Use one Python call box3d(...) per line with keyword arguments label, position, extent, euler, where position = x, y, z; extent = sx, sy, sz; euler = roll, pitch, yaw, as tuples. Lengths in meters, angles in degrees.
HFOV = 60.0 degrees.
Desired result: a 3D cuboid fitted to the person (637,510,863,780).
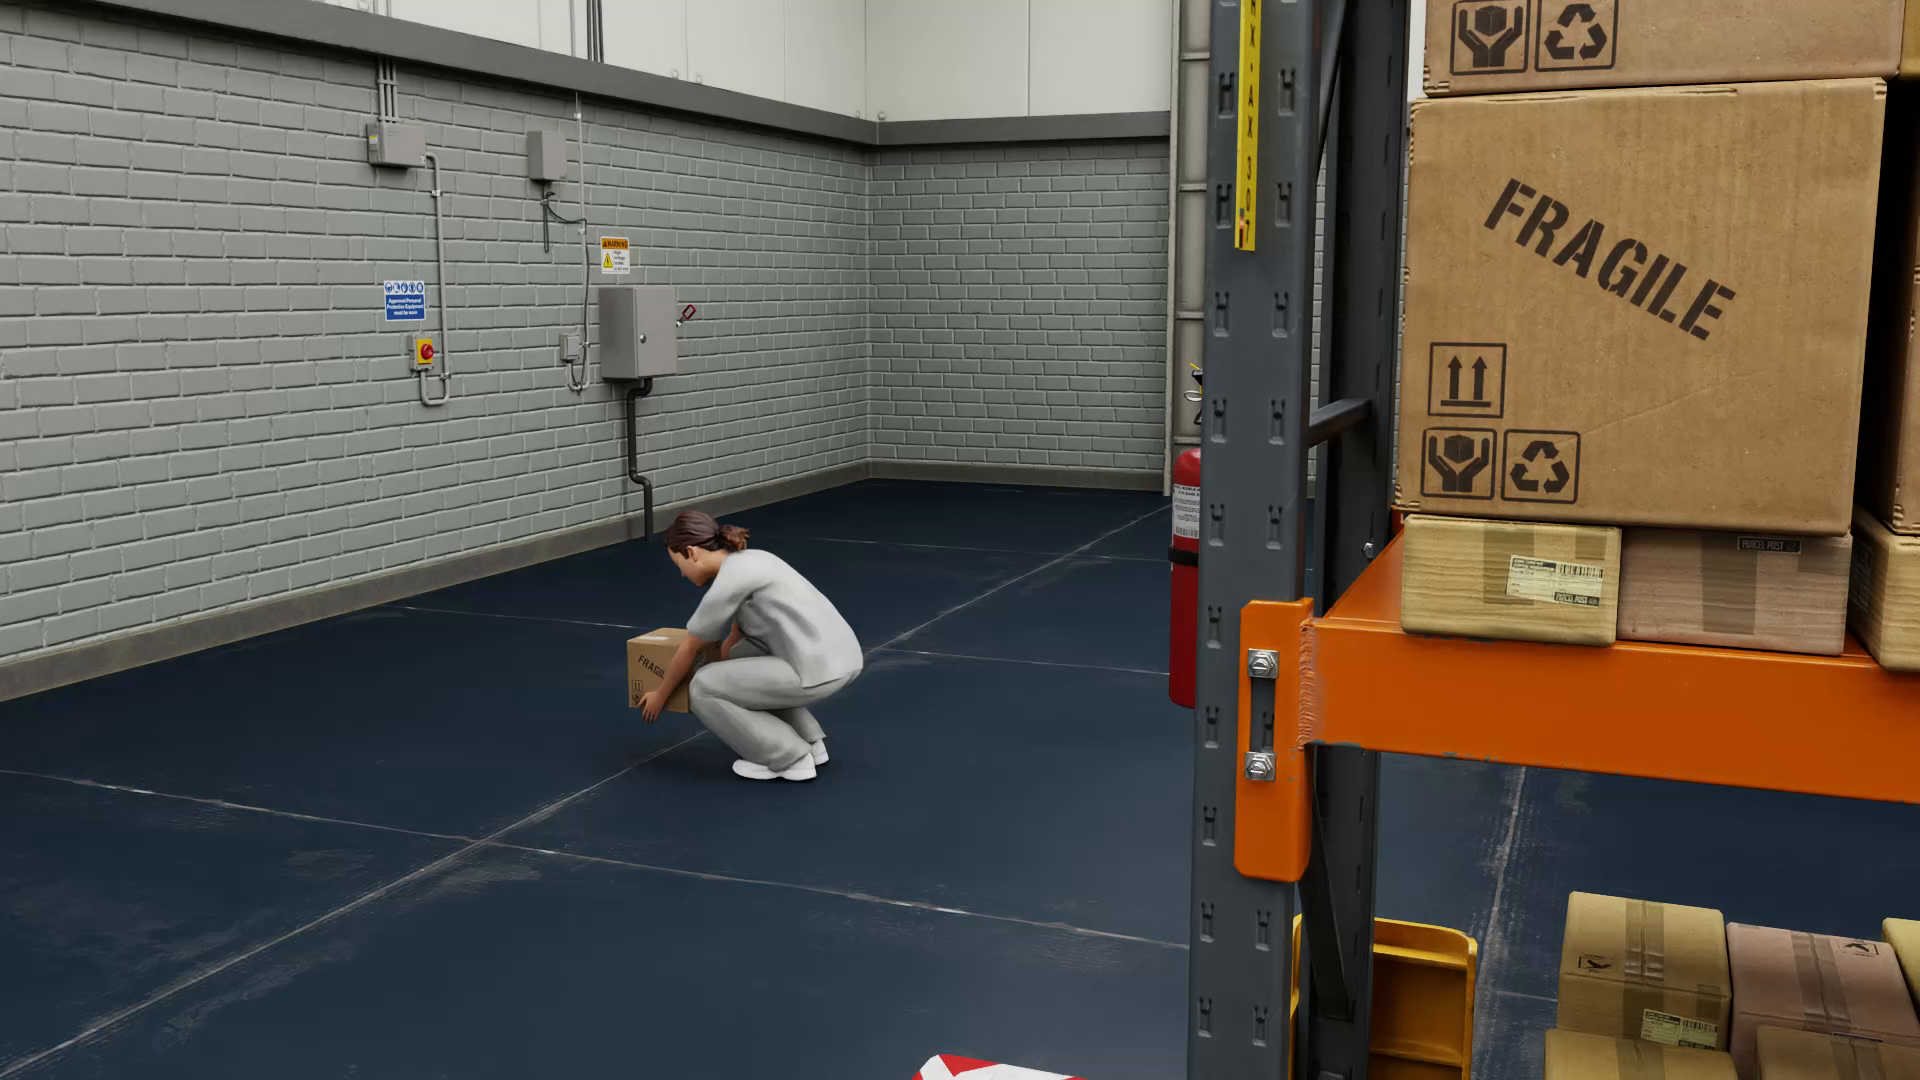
box3d(label="person", position=(-0.749, 0.361, 5.972), extent=(0.806, 0.936, 0.479), euler=(3, 9, 21))
